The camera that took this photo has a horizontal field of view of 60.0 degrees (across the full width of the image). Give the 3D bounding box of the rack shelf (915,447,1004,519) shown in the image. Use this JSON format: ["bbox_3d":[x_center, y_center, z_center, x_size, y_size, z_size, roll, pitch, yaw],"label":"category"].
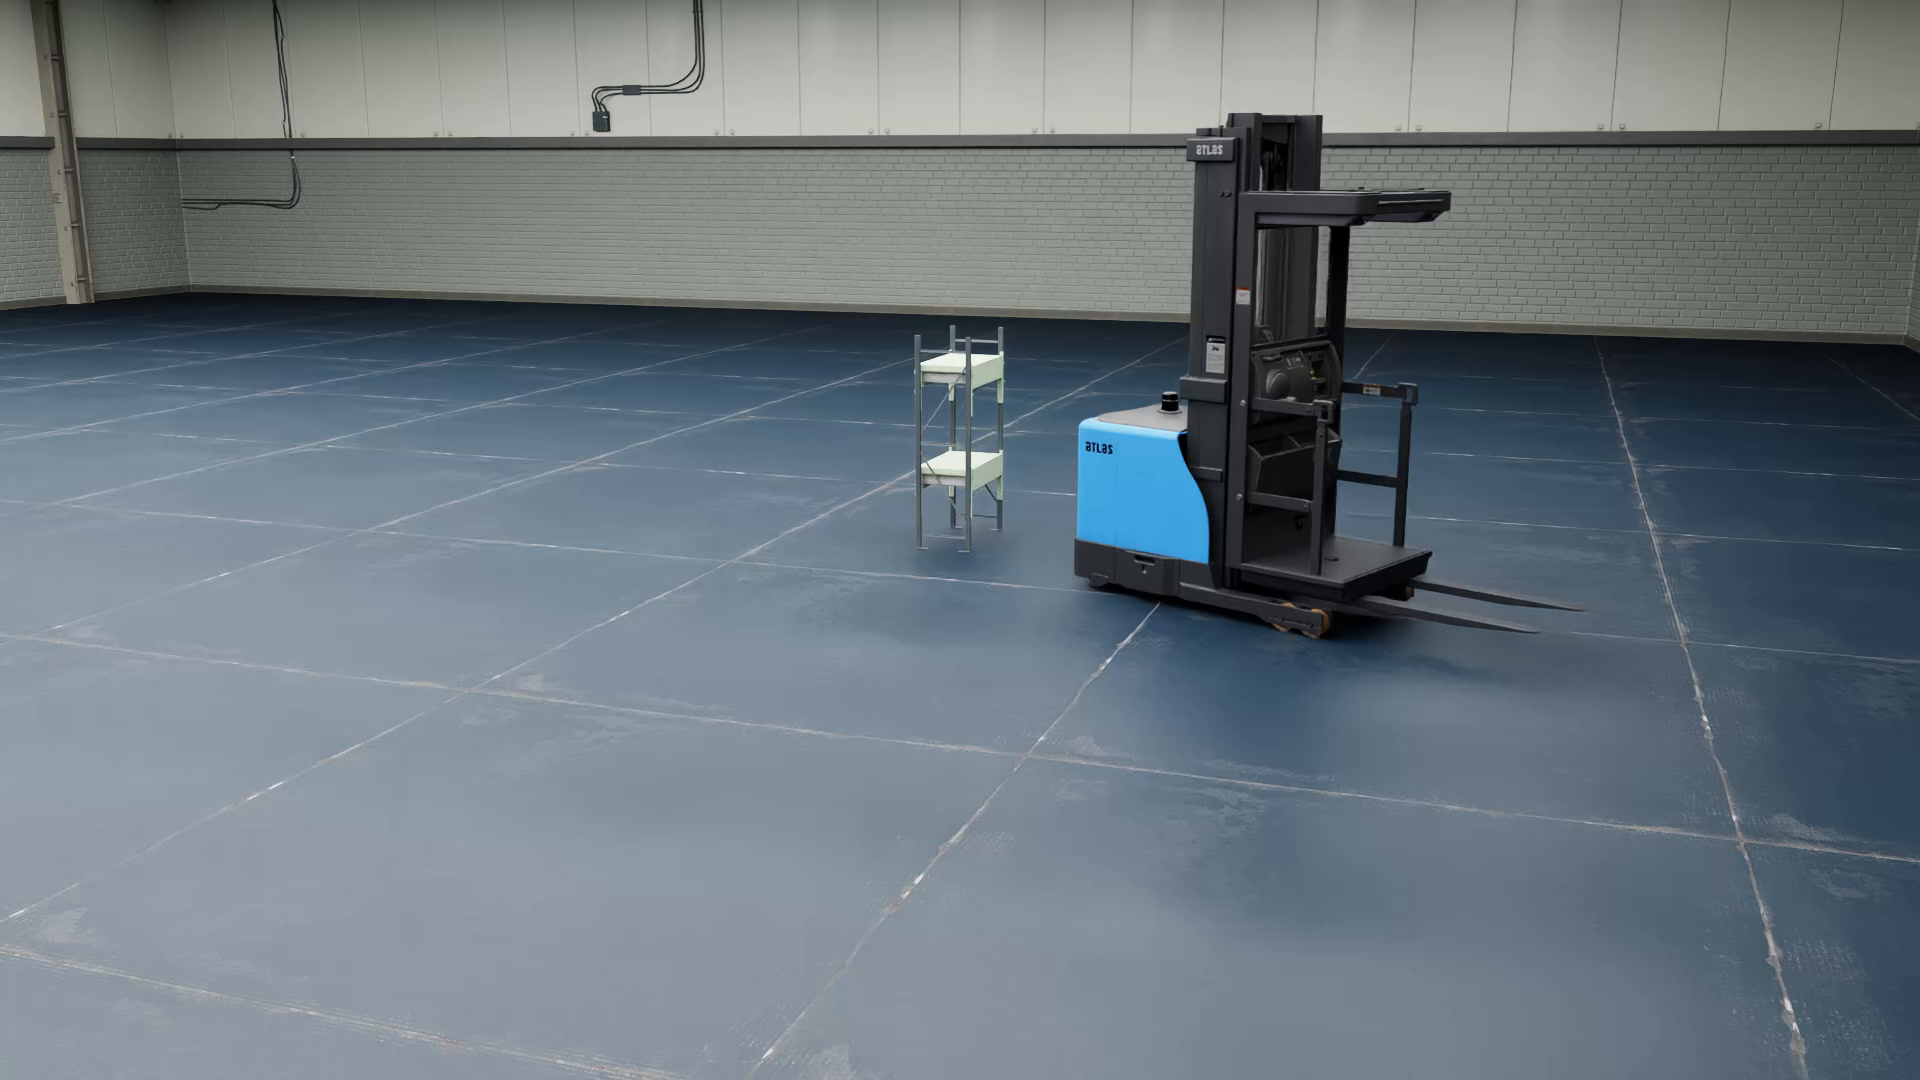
[{"bbox_3d":[0.002,-0.415,11.900,0.431,0.370,0.720,4,14,18],"label":"rack shelf"}]

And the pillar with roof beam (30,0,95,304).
[{"bbox_3d":[-12.808,-8.624,29.549,9.100,9.000,0.400,4,14,18],"label":"pillar with roof beam"}]

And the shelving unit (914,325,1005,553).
[{"bbox_3d":[0.002,-0.733,11.827,0.431,1.500,0.755,4,14,18],"label":"shelving unit"}]

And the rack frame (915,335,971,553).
[{"bbox_3d":[-0.116,-0.656,11.490,0.400,1.500,0.023,4,14,18],"label":"rack frame"}]

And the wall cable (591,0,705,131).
[{"bbox_3d":[-5.699,-10.430,29.820,2.305,6.003,0.169,4,14,18],"label":"wall cable"}]

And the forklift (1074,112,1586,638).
[{"bbox_3d":[2.164,-1.000,9.784,3.031,2.935,1.130,11,17,41],"label":"forklift"}]

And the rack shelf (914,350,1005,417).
[{"bbox_3d":[0.002,-1.113,11.740,0.431,0.370,0.720,4,14,18],"label":"rack shelf"}]

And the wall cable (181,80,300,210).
[{"bbox_3d":[-14.677,-7.945,33.553,3.097,2.526,0.112,4,14,18],"label":"wall cable"}]

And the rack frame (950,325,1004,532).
[{"bbox_3d":[0.121,-0.810,12.165,0.400,1.500,0.023,4,14,18],"label":"rack frame"}]

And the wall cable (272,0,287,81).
[{"bbox_3d":[-12.117,-10.213,32.138,3.097,2.526,0.112,4,14,18],"label":"wall cable"}]
